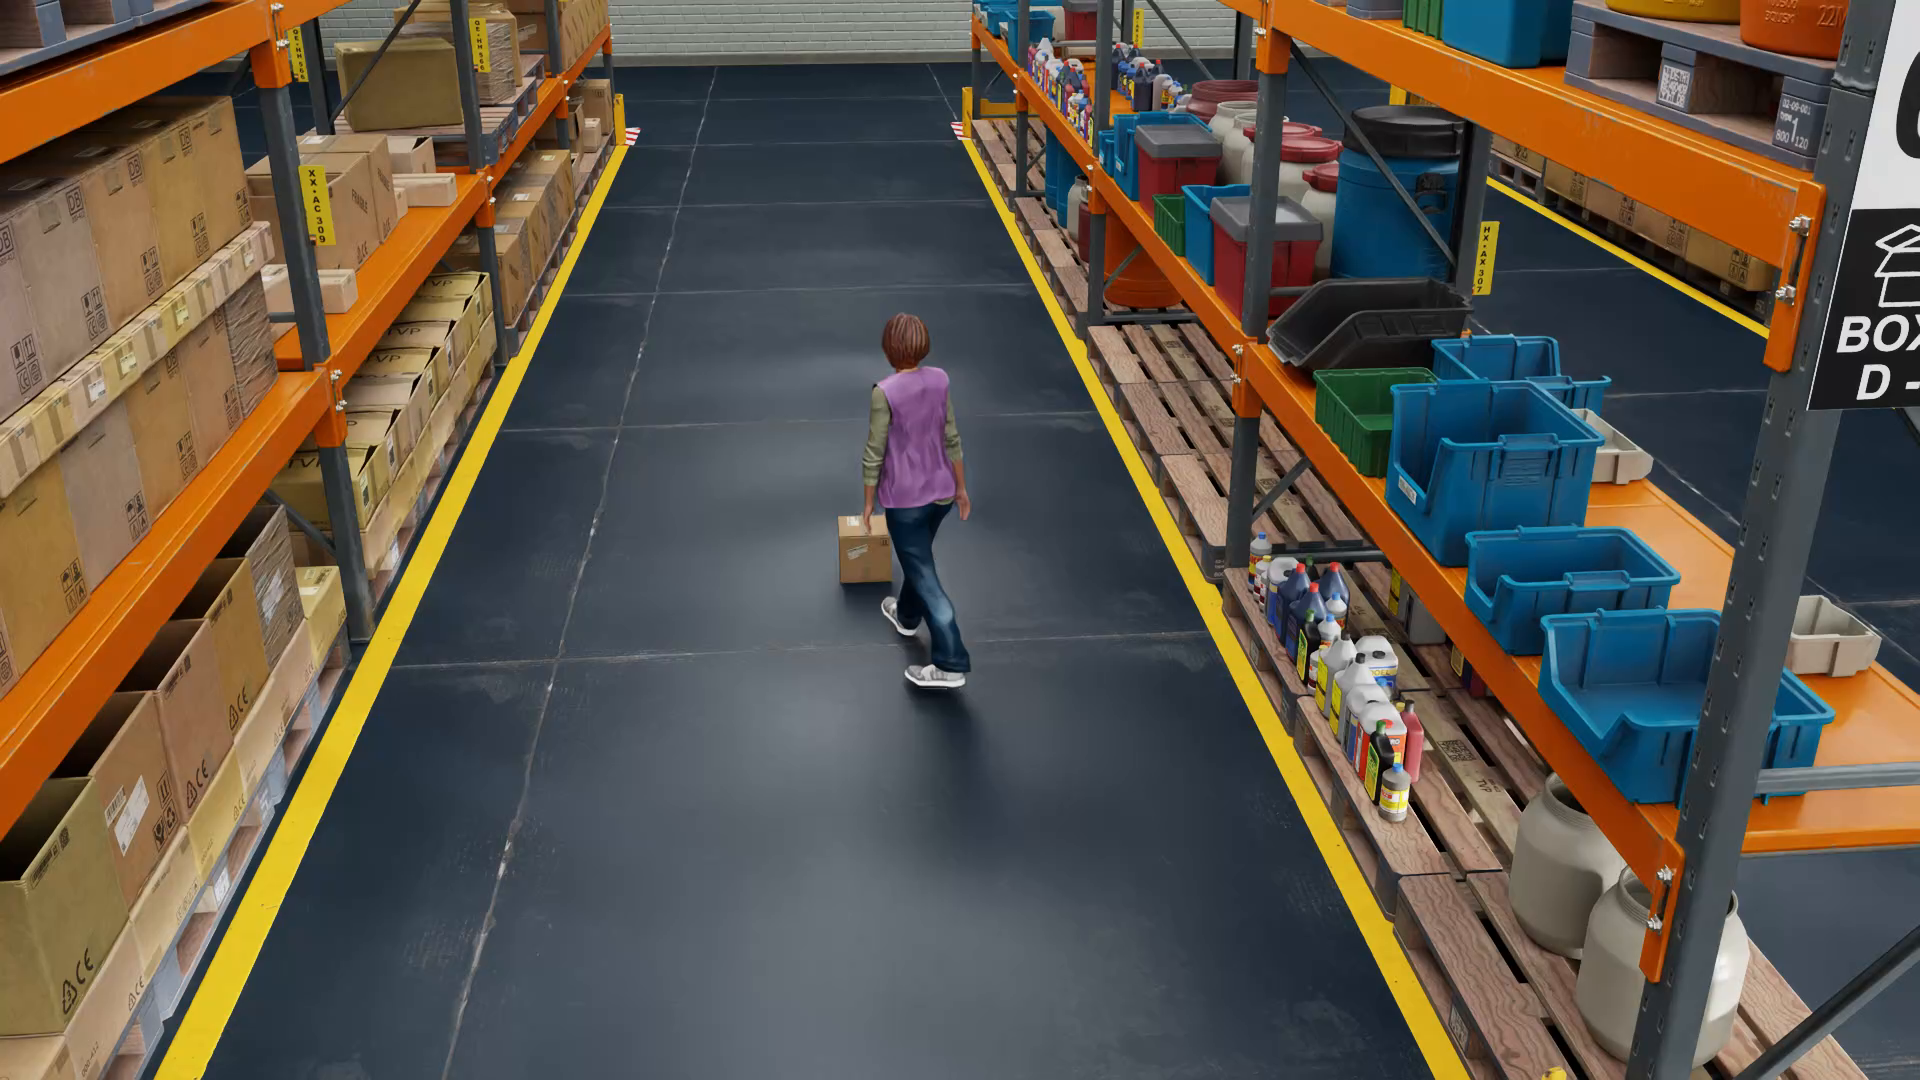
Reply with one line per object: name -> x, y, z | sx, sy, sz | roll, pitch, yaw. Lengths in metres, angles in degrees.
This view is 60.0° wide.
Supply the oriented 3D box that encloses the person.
person -> -0.216, -0.197, 7.046 | 0.455, 1.553, 0.808 | -19, 30, -36
